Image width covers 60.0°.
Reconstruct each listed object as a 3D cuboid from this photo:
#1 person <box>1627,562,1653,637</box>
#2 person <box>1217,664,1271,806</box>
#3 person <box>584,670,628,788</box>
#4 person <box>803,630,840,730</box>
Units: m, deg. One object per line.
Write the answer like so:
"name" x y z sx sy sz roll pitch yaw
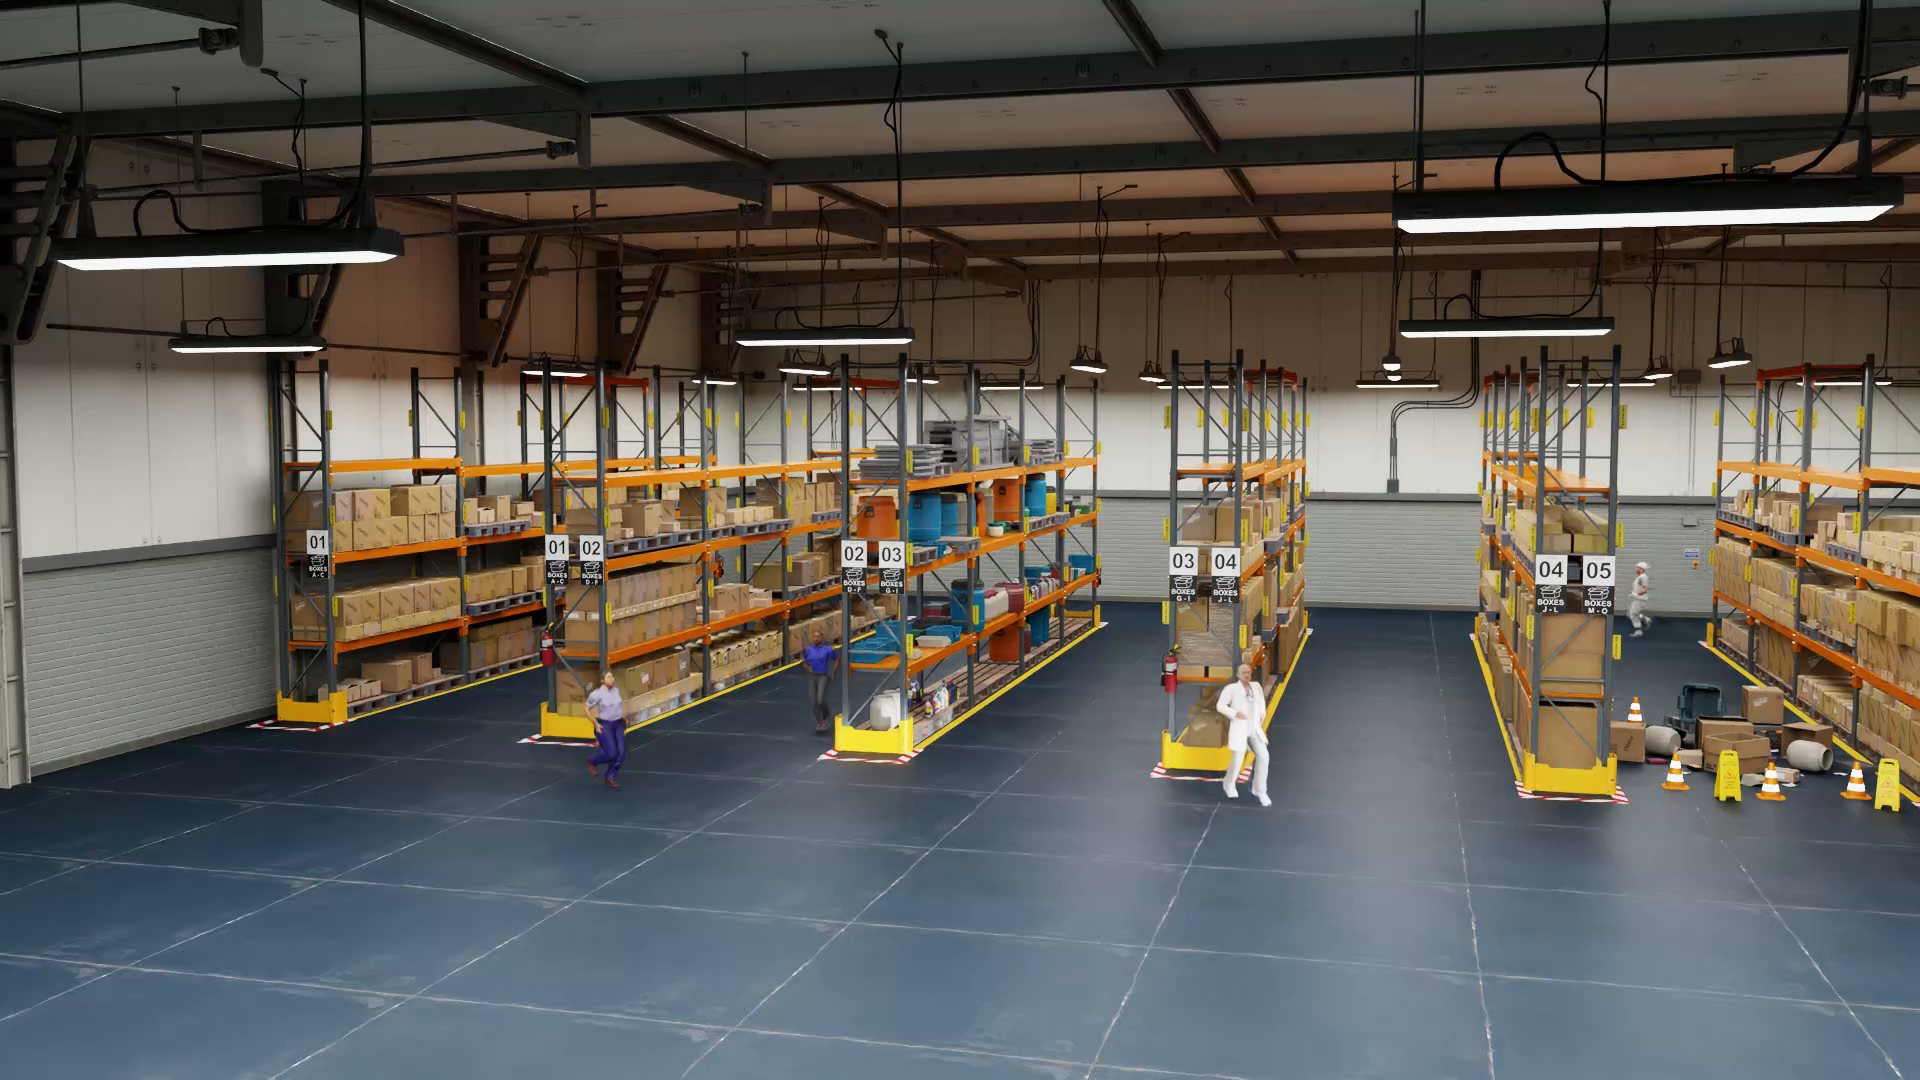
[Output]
"person" 15.715 1.377 38.384 0.604 1.738 0.668 1 4 13
"person" 3.742 2.535 21.832 0.769 1.808 0.789 -1 4 -19
"person" -4.827 2.579 22.780 0.550 1.606 0.616 3 5 38
"person" -2.267 2.259 26.713 0.552 1.620 0.628 1 4 14
